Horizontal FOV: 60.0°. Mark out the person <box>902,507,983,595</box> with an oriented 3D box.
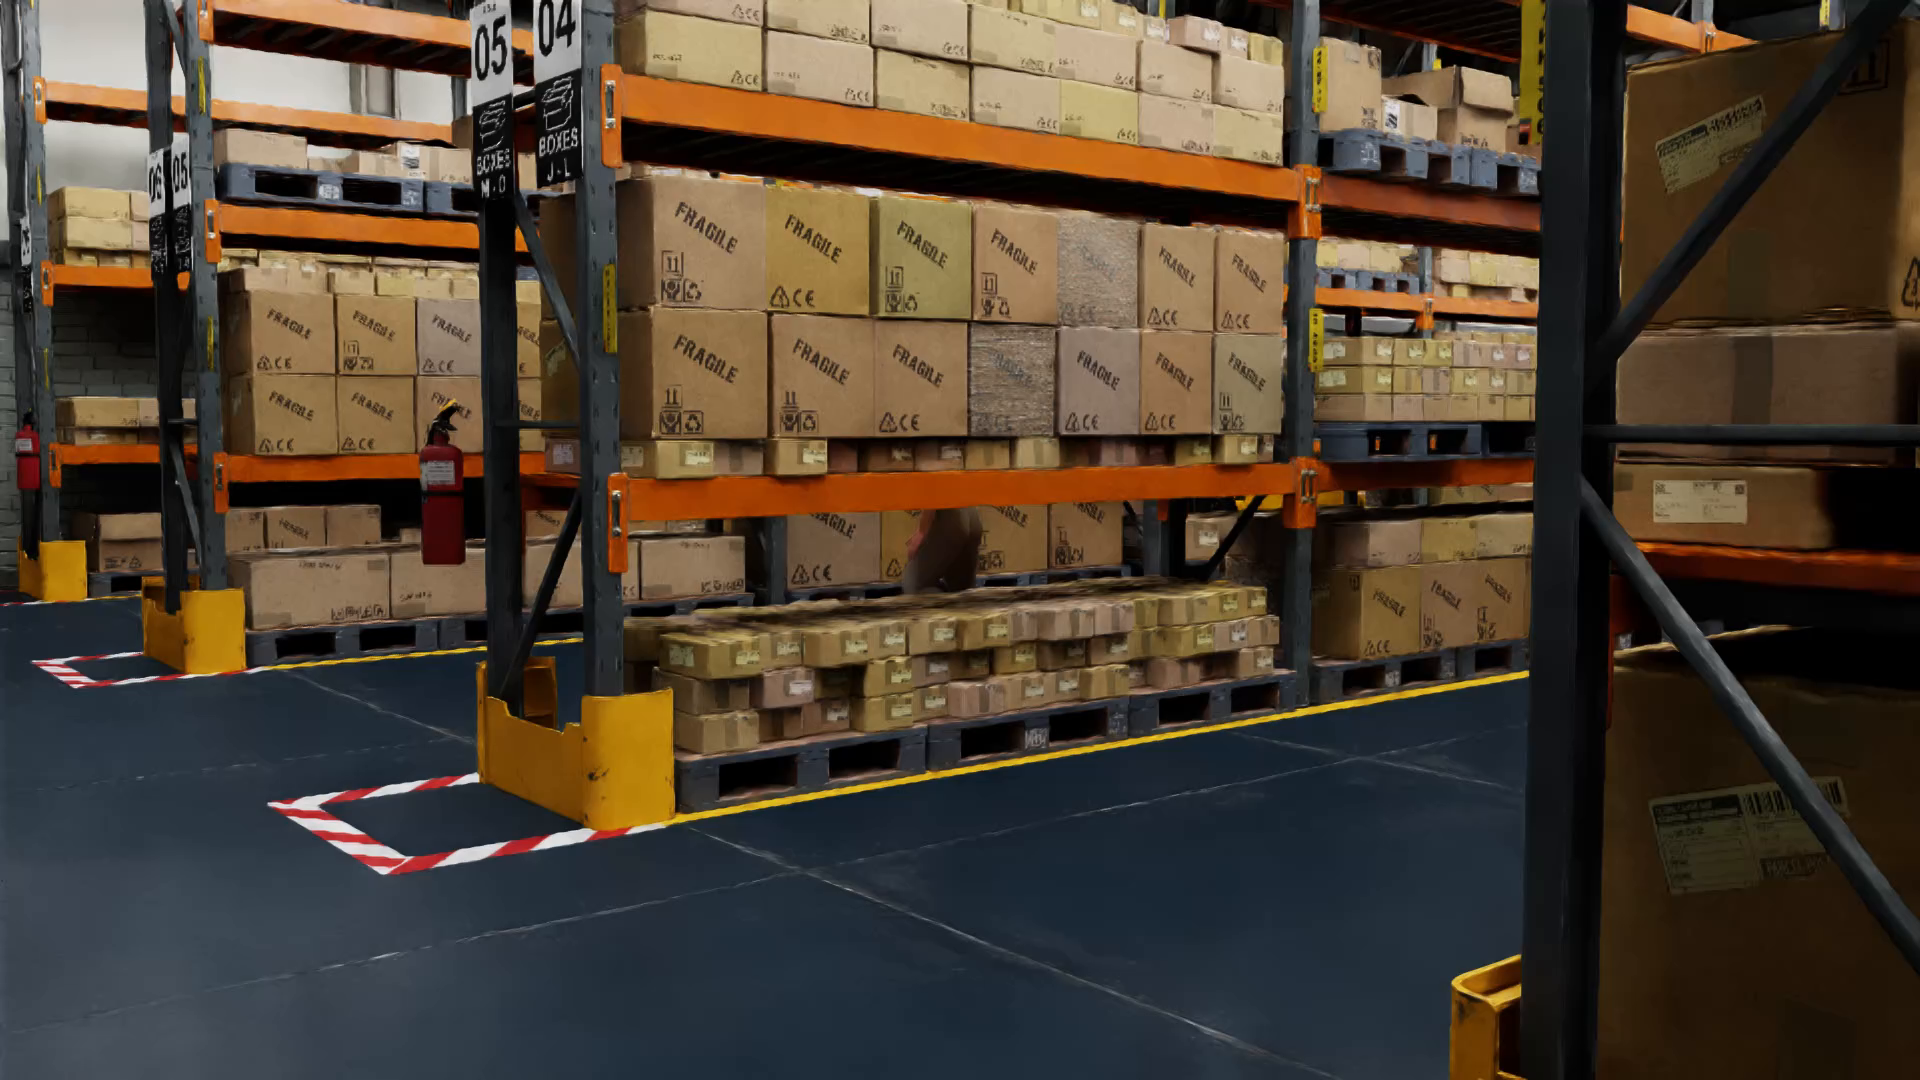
[{"bbox_3d":[-0.040,-0.057,9.766,0.513,1.704,0.630,2,5,26],"label":"person"}]
